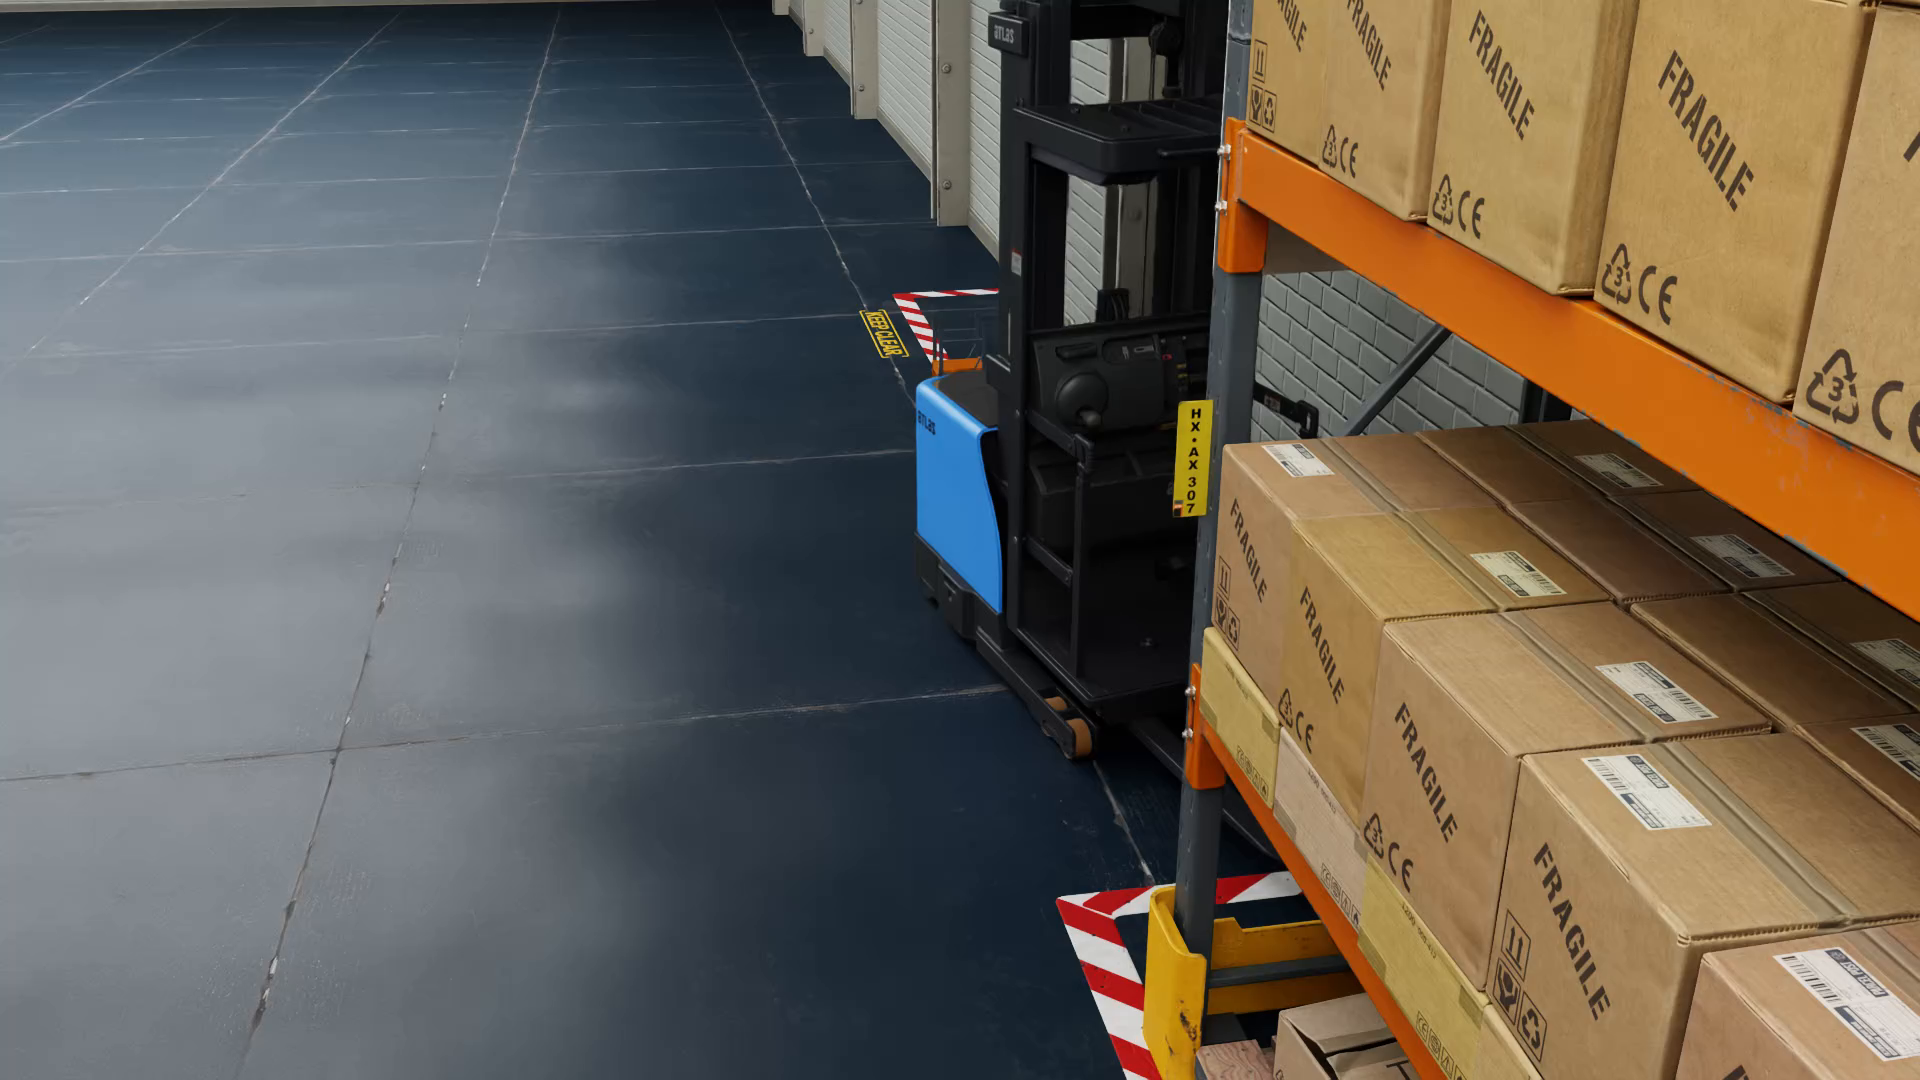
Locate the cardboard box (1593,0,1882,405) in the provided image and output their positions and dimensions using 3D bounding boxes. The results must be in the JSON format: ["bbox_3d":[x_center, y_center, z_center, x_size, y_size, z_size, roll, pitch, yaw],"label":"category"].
[{"bbox_3d":[1.254,-0.510,2.273,0.500,0.500,0.500,-3,24,-6],"label":"cardboard box"}]

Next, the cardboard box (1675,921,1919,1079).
[{"bbox_3d":[1.322,0.874,2.227,0.500,0.500,0.500,-5,24,-11],"label":"cardboard box"}]

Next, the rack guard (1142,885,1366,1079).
[{"bbox_3d":[1.168,1.318,5.108,1.175,0.500,0.348,-4,24,-10],"label":"rack guard"}]

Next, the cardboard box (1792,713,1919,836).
[{"bbox_3d":[1.726,0.628,2.790,0.500,0.500,0.500,-4,24,-9],"label":"cardboard box"}]

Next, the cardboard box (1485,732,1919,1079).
[{"bbox_3d":[1.225,0.669,2.695,0.500,0.500,0.500,-4,24,-8],"label":"cardboard box"}]

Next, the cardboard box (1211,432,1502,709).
[{"bbox_3d":[0.947,0.068,4.071,0.500,0.500,0.500,-4,24,-10],"label":"cardboard box"}]

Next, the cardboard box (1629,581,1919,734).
[{"bbox_3d":[1.633,0.430,3.244,0.500,0.500,0.500,-5,24,-11],"label":"cardboard box"}]

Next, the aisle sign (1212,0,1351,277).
[{"bbox_3d":[0.846,-1.055,4.170,0.394,0.787,0.004,-4,24,-10],"label":"aisle sign"}]

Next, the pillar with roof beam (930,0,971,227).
[{"bbox_3d":[-4.316,-6.797,13.070,9.100,9.000,0.400,-4,24,-10],"label":"pillar with roof beam"}]

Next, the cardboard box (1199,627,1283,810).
[{"bbox_3d":[0.932,0.417,4.209,0.500,0.250,0.500,-5,24,-11],"label":"cardboard box"}]

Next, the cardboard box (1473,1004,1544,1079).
[{"bbox_3d":[1.222,1.020,2.828,0.500,0.250,0.500,-4,24,-9],"label":"cardboard box"}]

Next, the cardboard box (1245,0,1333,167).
[{"bbox_3d":[0.970,-1.137,3.708,0.500,0.500,0.500,-4,24,-8],"label":"cardboard box"}]

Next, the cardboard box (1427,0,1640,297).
[{"bbox_3d":[1.134,-0.719,2.752,0.500,0.500,0.500,-3,24,-7],"label":"cardboard box"}]

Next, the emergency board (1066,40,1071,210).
[{"bbox_3d":[0.604,-2.981,11.828,0.194,1.169,0.643,-4,24,-10],"label":"emergency board"}]

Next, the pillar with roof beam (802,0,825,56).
[{"bbox_3d":[-6.535,-11.517,23.877,9.100,9.000,0.400,-4,24,-10],"label":"pillar with roof beam"}]

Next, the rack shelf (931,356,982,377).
[{"bbox_3d":[-0.003,-0.845,8.397,0.258,0.103,0.180,-4,24,-10],"label":"rack shelf"}]

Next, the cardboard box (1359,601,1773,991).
[{"bbox_3d":[1.118,0.467,3.158,0.500,0.500,0.500,-5,24,-11],"label":"cardboard box"}]

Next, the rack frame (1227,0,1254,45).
[{"bbox_3d":[1.154,-2.607,3.476,1.000,3.000,0.127,-4,24,-10],"label":"rack frame"}]

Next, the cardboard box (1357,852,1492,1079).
[{"bbox_3d":[1.130,0.821,3.284,0.500,0.250,0.500,-5,24,-11],"label":"cardboard box"}]

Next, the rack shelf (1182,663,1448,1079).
[{"bbox_3d":[1.524,1.259,3.019,1.077,0.370,4.000,-4,24,-10],"label":"rack shelf"}]

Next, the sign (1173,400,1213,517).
[{"bbox_3d":[0.621,-0.214,4.411,0.100,0.325,0.005,-4,24,-10],"label":"sign"}]

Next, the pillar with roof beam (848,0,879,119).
[{"bbox_3d":[-5.426,-9.157,18.473,9.100,9.000,0.400,-4,24,-10],"label":"pillar with roof beam"}]

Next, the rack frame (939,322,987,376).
[{"bbox_3d":[0.014,-0.520,8.440,0.240,1.200,0.006,-4,24,-10],"label":"rack frame"}]

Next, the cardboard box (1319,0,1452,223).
[{"bbox_3d":[1.034,-0.923,3.219,0.500,0.500,0.500,-3,24,-6],"label":"cardboard box"}]

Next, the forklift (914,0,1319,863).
[{"bbox_3d":[0.817,-0.650,6.577,1.130,2.935,3.031,-10,25,-21],"label":"forklift"}]

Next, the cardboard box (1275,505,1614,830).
[{"bbox_3d":[1.028,0.263,3.625,0.500,0.500,0.500,-4,24,-10],"label":"cardboard box"}]

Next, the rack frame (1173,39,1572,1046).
[{"bbox_3d":[1.154,0.142,4.676,1.000,3.000,0.127,-4,24,-10],"label":"rack frame"}]

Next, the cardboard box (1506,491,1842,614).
[{"bbox_3d":[1.533,0.227,3.709,0.500,0.500,0.500,-4,24,-9],"label":"cardboard box"}]

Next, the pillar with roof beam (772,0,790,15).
[{"bbox_3d":[-7.645,-13.877,29.280,9.100,9.000,0.400,-4,24,-10],"label":"pillar with roof beam"}]

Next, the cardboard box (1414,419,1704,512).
[{"bbox_3d":[1.450,0.028,4.164,0.500,0.500,0.500,-5,24,-10],"label":"cardboard box"}]

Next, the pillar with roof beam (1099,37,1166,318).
[{"bbox_3d":[-3.207,-4.437,7.666,9.100,9.000,0.400,-4,24,-10],"label":"pillar with roof beam"}]

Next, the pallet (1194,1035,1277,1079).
[{"bbox_3d":[1.283,1.772,4.428,1.003,0.211,1.213,-4,24,-10],"label":"pallet"}]

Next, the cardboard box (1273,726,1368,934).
[{"bbox_3d":[1.042,0.621,3.744,0.500,0.250,0.500,-5,24,-11],"label":"cardboard box"}]

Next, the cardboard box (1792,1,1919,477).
[{"bbox_3d":[1.337,-0.309,1.813,0.500,0.500,0.500,-5,24,-12],"label":"cardboard box"}]

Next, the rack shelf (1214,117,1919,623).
[{"bbox_3d":[1.524,-0.116,2.419,1.077,0.370,4.000,-4,24,-10],"label":"rack shelf"}]

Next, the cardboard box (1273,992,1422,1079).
[{"bbox_3d":[1.193,1.452,4.488,0.500,0.311,0.500,-7,25,-16],"label":"cardboard box"}]

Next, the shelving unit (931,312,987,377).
[{"bbox_3d":[-0.003,-0.556,8.523,0.258,1.200,0.189,-4,24,-10],"label":"shelving unit"}]

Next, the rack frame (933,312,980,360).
[{"bbox_3d":[-0.020,-0.592,8.605,0.240,1.200,0.006,-4,24,-10],"label":"rack frame"}]
